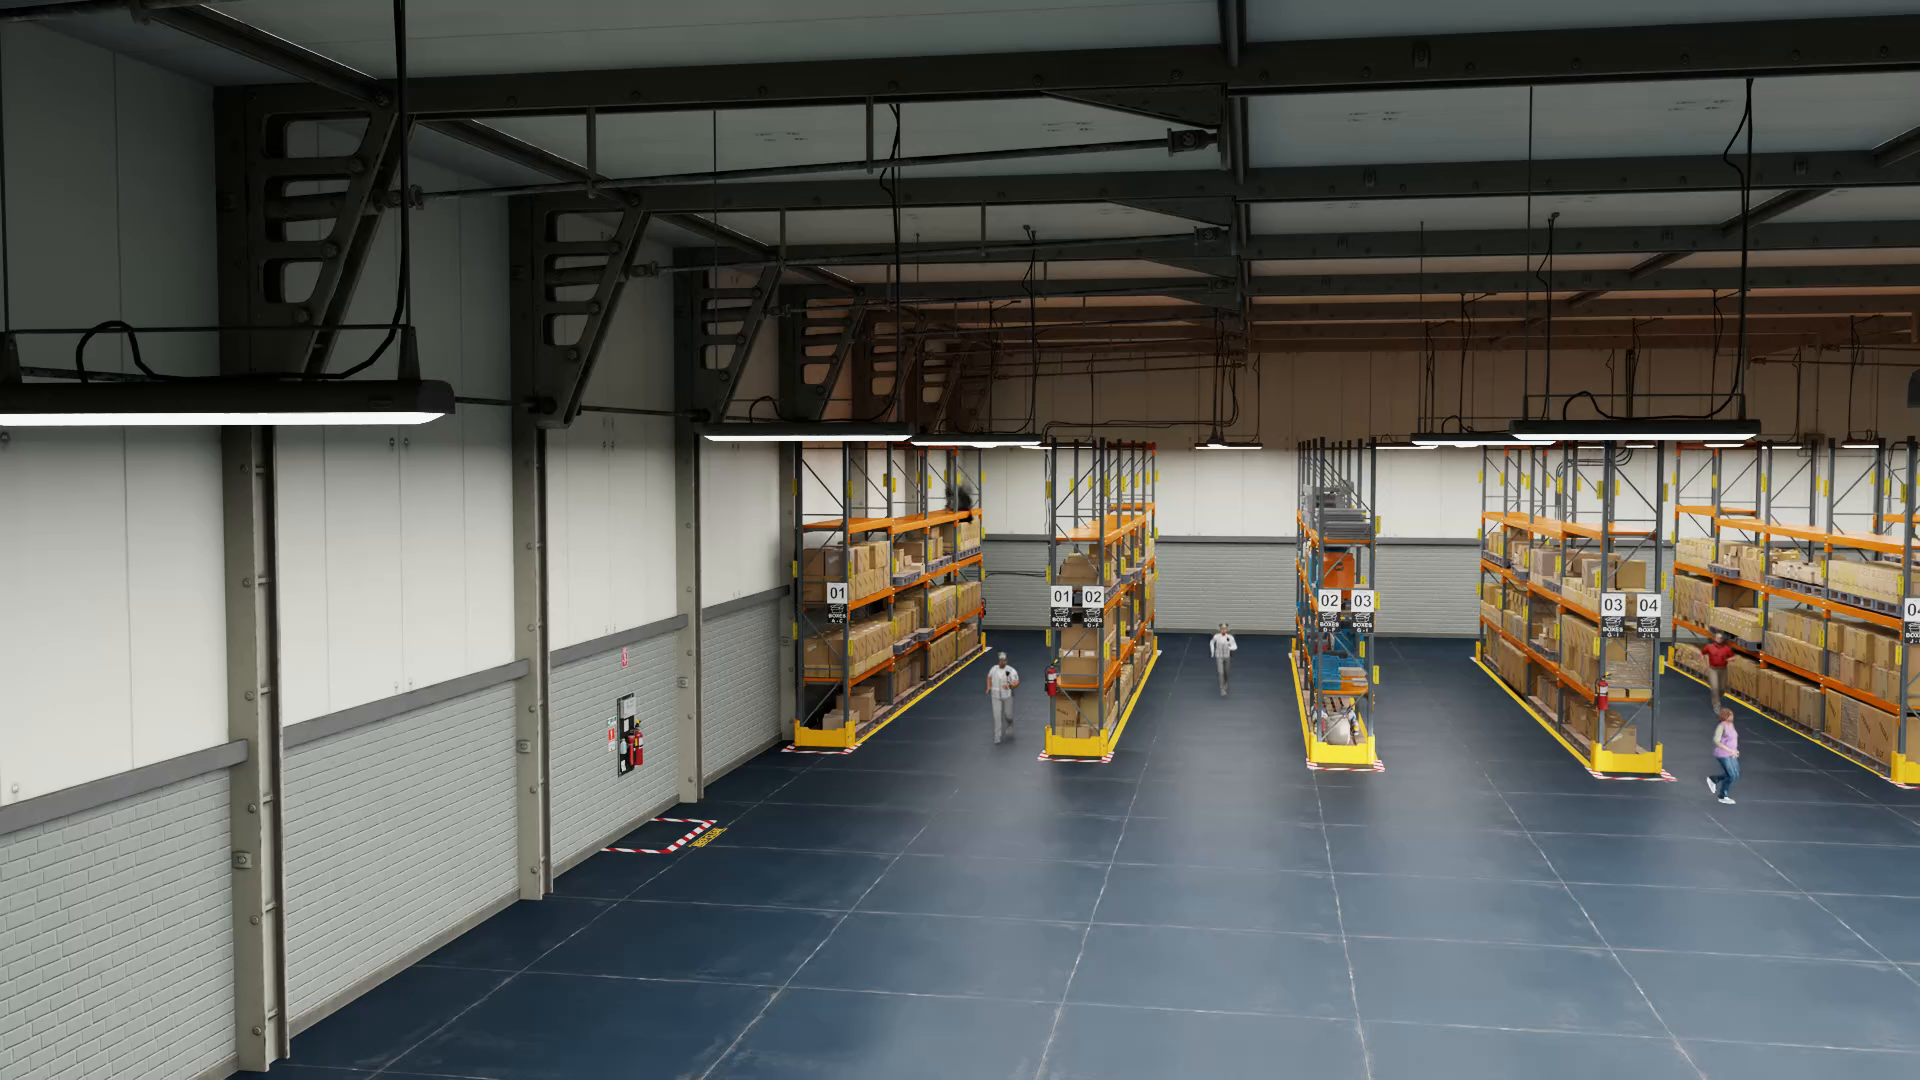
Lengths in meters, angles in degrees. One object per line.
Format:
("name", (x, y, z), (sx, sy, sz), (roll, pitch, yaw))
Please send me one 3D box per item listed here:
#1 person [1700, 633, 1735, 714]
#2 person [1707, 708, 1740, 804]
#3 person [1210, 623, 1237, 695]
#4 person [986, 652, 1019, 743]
("person", (16.641, 2.908, 36.492), (0.661, 1.721, 0.949), (0, 3, 9))
("person", (12.447, 3.507, 27.116), (0.589, 1.551, 0.575), (-3, 4, -40))
("person", (6.224, 2.779, 39.264), (0.612, 1.678, 0.919), (0, 3, 5))
("person", (0.830, 3.084, 32.875), (0.681, 1.753, 0.889), (1, 3, 10))
